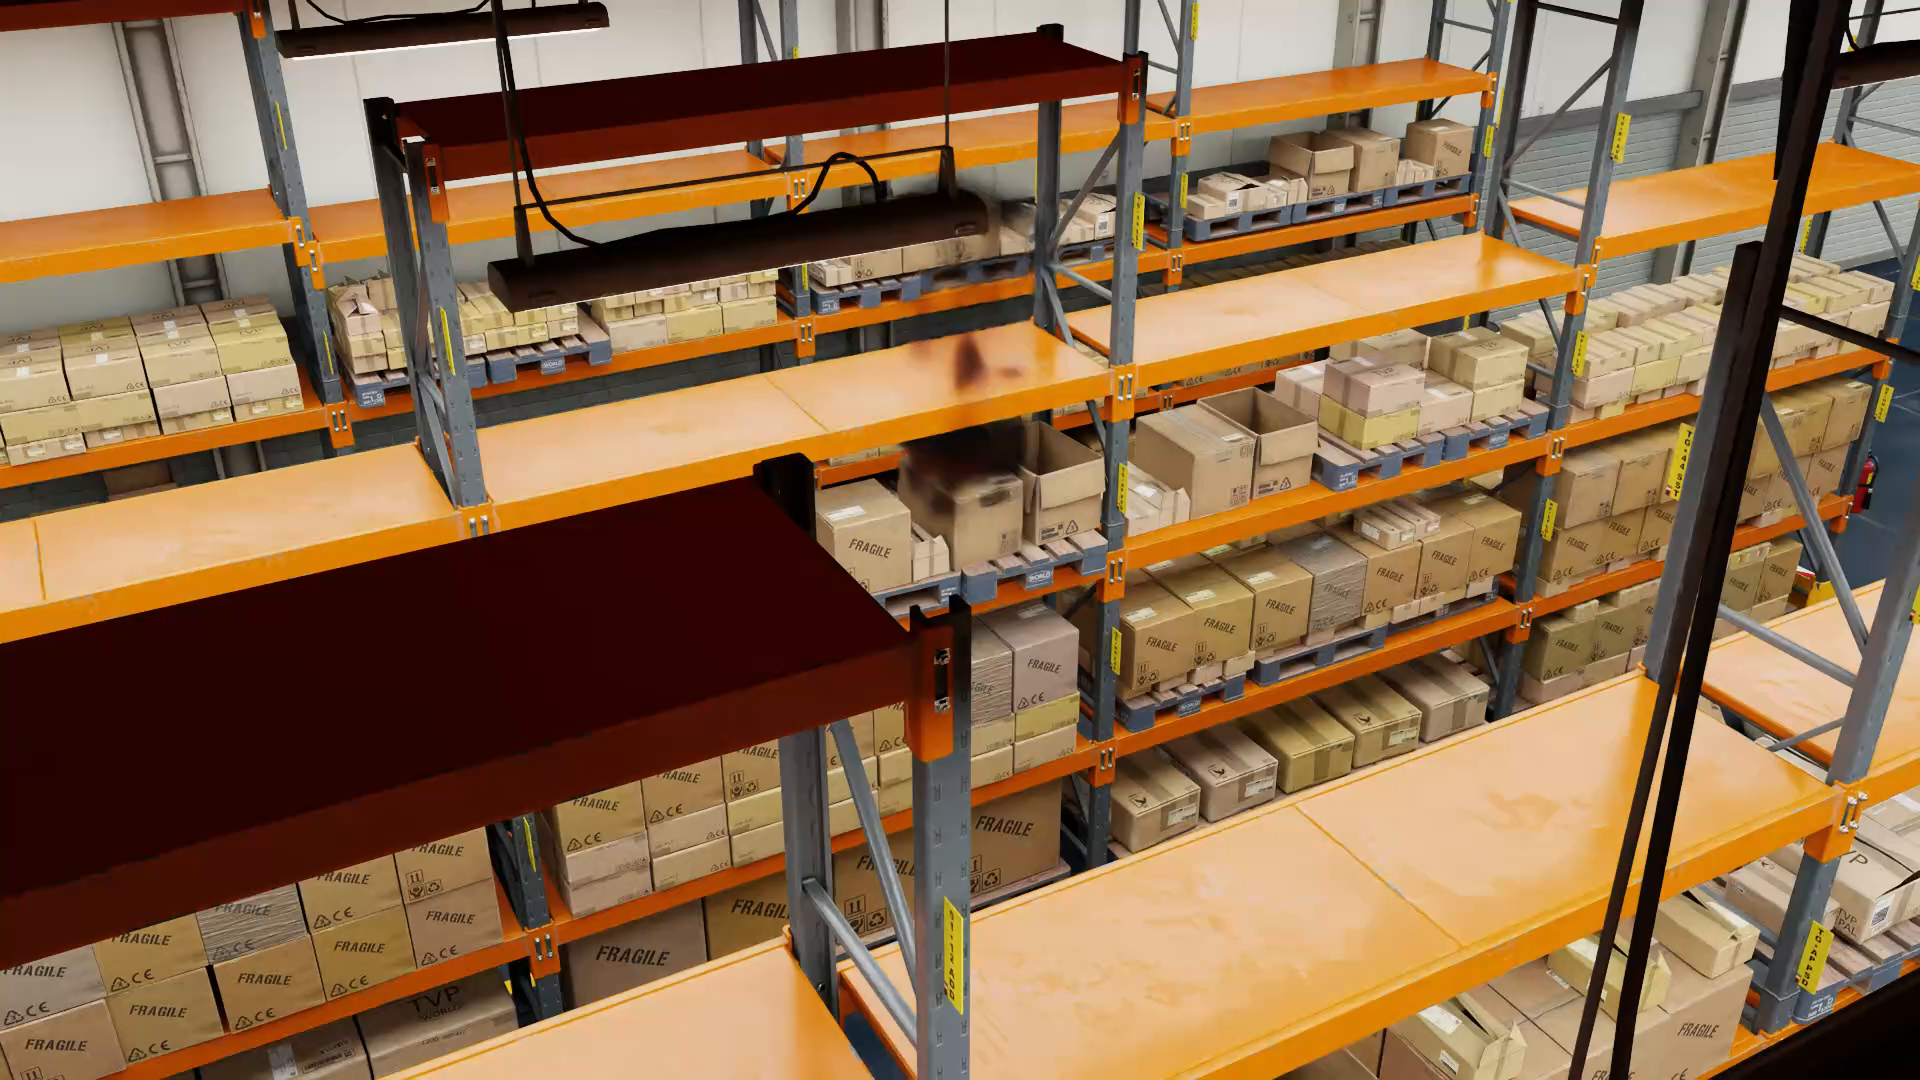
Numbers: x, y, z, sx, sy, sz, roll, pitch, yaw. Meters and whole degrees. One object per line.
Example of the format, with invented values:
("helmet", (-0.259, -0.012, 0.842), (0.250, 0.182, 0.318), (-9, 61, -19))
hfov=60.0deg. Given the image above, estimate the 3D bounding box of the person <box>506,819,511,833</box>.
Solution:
("person", (-3.321, 1.850, 11.853), (0.476, 1.567, 0.573), (-21, 34, -34))
